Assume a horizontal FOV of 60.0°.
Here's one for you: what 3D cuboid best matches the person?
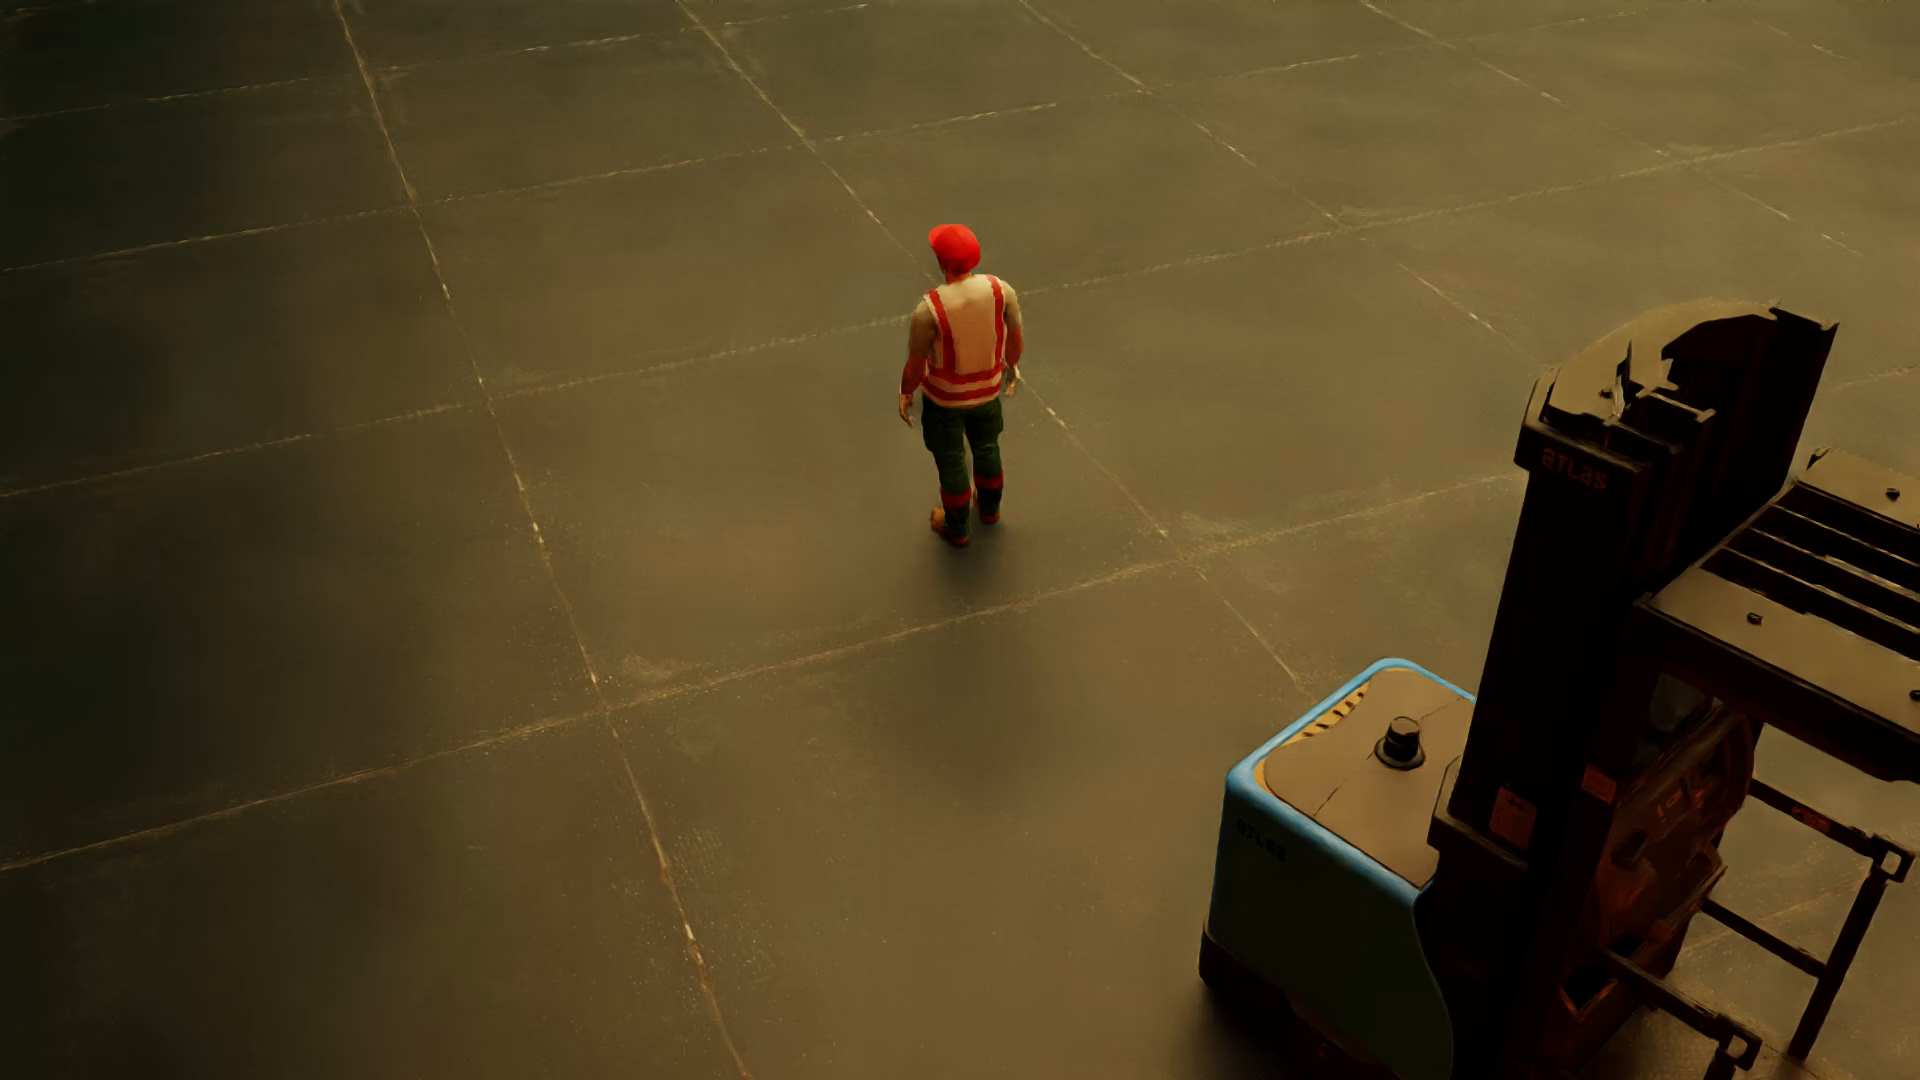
[{"bbox_3d":[-0.021,-0.780,8.169,0.637,1.787,0.563,-14,38,-19],"label":"person"}]

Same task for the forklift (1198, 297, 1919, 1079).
[{"bbox_3d":[2.268,0.908,4.822,1.130,2.935,3.031,-28,44,-34],"label":"forklift"}]
